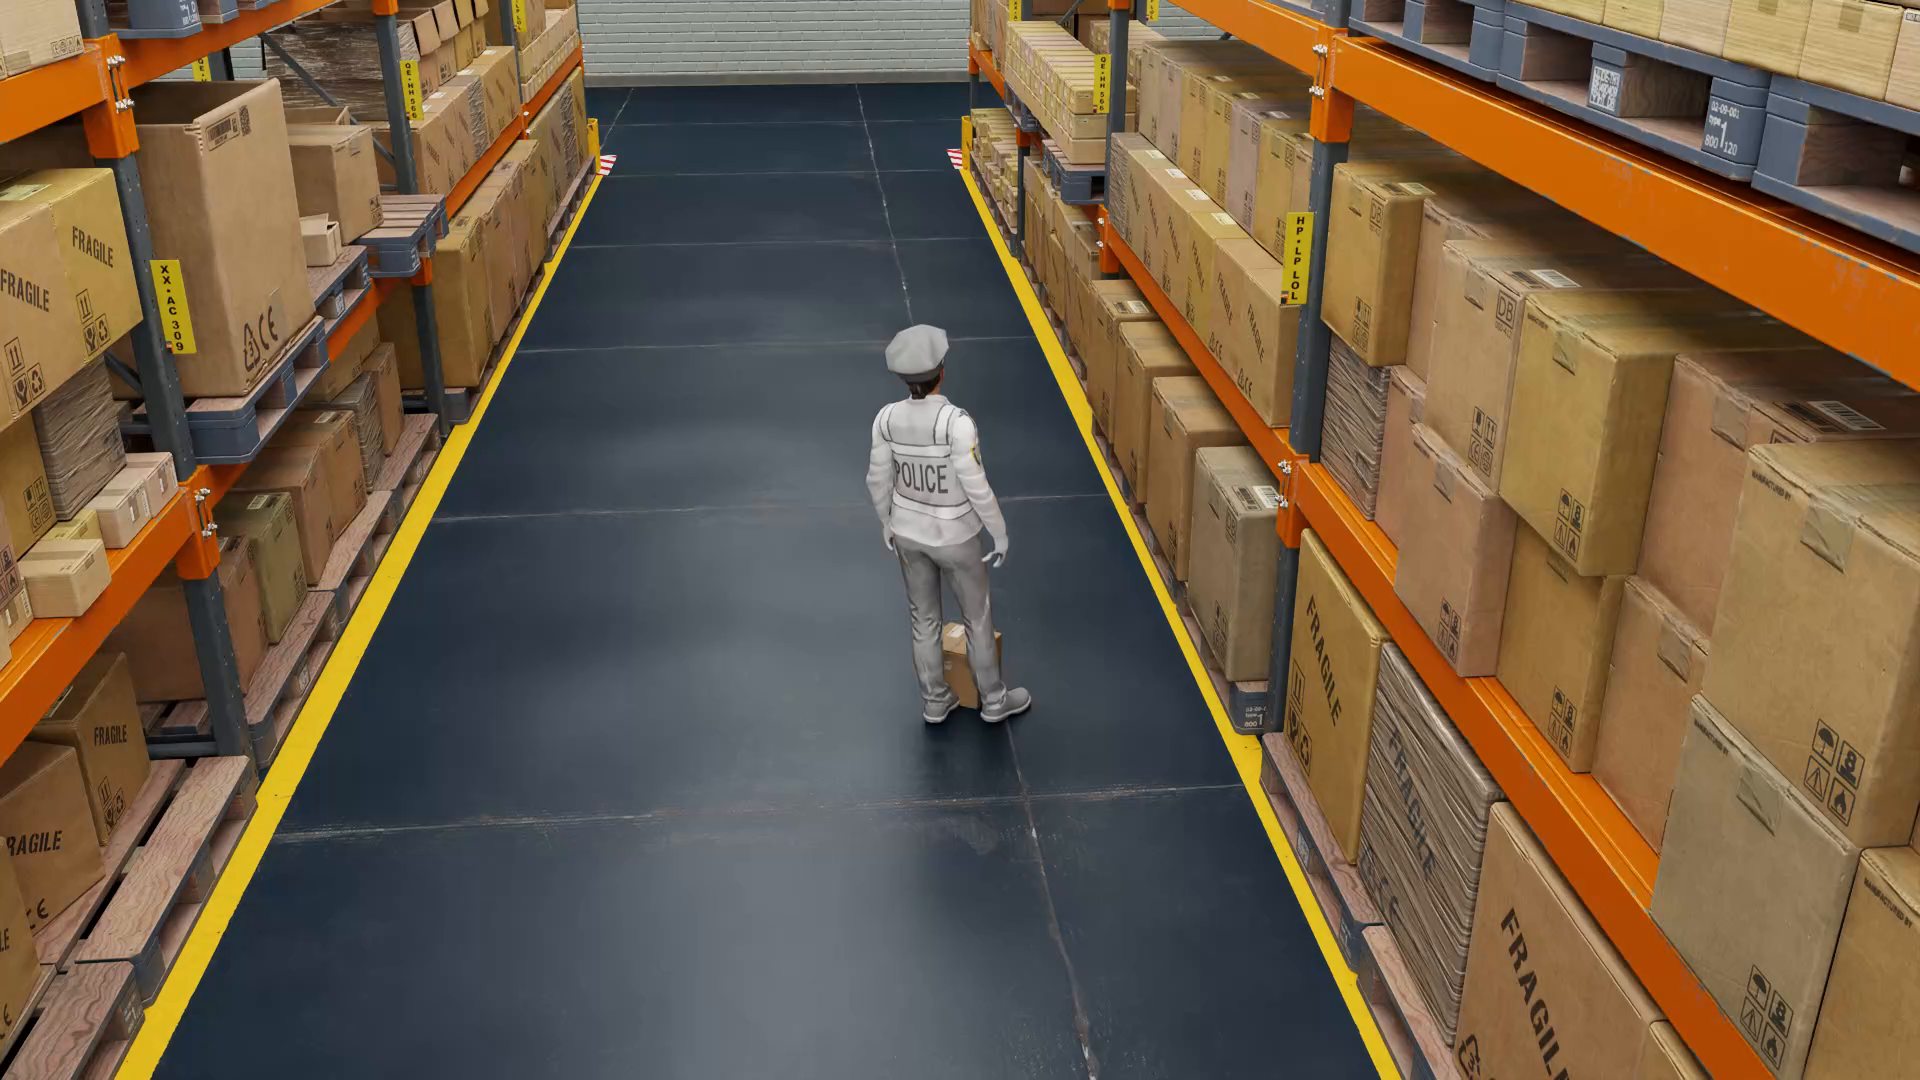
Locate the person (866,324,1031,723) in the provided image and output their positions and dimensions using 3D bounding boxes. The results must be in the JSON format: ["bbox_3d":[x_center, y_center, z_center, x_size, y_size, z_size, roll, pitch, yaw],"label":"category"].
[{"bbox_3d":[-0.052,-0.051,6.652,0.577,1.694,0.531,12,27,25],"label":"person"}]
